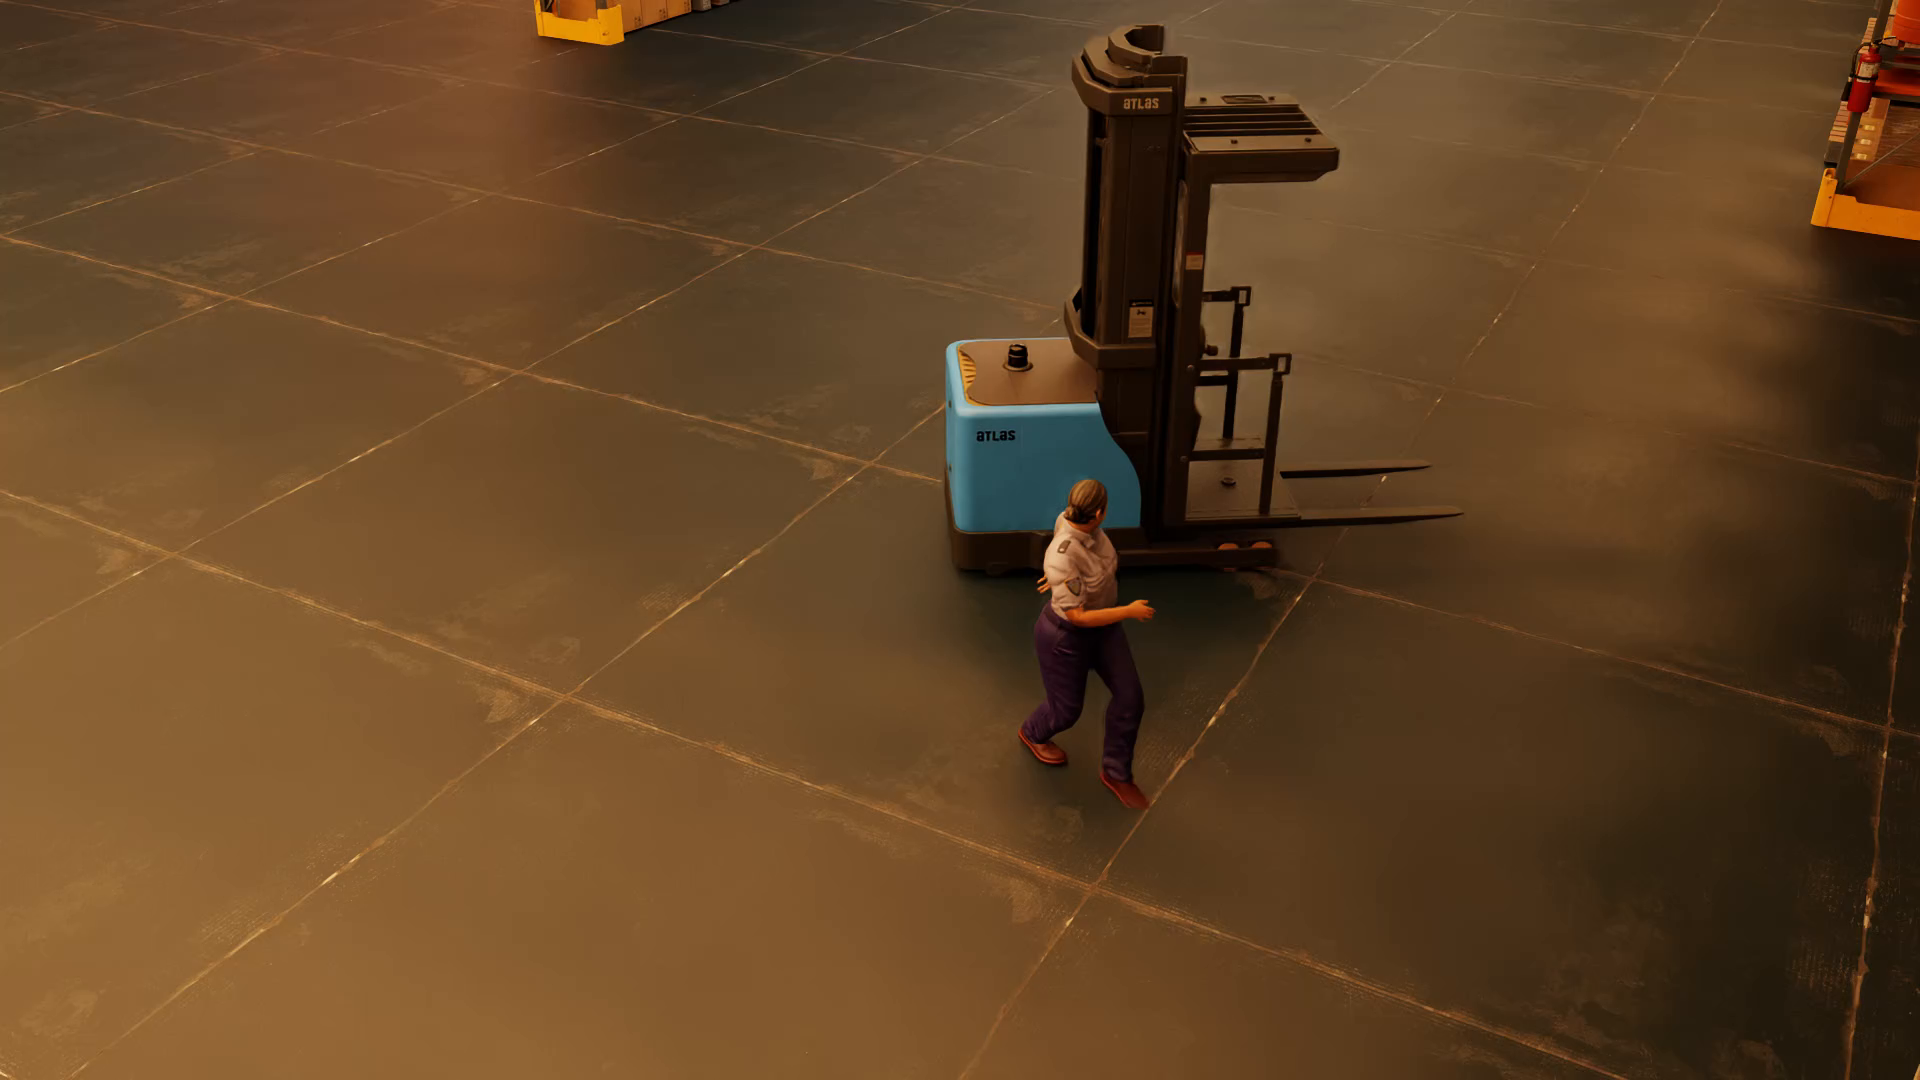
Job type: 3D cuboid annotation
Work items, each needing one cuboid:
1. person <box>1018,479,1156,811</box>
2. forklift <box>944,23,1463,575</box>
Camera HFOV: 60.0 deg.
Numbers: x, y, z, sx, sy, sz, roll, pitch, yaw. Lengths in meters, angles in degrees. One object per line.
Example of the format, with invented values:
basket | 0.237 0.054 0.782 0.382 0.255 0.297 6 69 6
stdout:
person | 0.566 0.452 7.699 0.505 1.591 0.891 -26 39 -37
forklift | 1.444 -1.347 9.405 3.031 2.935 1.130 -2 30 -4
